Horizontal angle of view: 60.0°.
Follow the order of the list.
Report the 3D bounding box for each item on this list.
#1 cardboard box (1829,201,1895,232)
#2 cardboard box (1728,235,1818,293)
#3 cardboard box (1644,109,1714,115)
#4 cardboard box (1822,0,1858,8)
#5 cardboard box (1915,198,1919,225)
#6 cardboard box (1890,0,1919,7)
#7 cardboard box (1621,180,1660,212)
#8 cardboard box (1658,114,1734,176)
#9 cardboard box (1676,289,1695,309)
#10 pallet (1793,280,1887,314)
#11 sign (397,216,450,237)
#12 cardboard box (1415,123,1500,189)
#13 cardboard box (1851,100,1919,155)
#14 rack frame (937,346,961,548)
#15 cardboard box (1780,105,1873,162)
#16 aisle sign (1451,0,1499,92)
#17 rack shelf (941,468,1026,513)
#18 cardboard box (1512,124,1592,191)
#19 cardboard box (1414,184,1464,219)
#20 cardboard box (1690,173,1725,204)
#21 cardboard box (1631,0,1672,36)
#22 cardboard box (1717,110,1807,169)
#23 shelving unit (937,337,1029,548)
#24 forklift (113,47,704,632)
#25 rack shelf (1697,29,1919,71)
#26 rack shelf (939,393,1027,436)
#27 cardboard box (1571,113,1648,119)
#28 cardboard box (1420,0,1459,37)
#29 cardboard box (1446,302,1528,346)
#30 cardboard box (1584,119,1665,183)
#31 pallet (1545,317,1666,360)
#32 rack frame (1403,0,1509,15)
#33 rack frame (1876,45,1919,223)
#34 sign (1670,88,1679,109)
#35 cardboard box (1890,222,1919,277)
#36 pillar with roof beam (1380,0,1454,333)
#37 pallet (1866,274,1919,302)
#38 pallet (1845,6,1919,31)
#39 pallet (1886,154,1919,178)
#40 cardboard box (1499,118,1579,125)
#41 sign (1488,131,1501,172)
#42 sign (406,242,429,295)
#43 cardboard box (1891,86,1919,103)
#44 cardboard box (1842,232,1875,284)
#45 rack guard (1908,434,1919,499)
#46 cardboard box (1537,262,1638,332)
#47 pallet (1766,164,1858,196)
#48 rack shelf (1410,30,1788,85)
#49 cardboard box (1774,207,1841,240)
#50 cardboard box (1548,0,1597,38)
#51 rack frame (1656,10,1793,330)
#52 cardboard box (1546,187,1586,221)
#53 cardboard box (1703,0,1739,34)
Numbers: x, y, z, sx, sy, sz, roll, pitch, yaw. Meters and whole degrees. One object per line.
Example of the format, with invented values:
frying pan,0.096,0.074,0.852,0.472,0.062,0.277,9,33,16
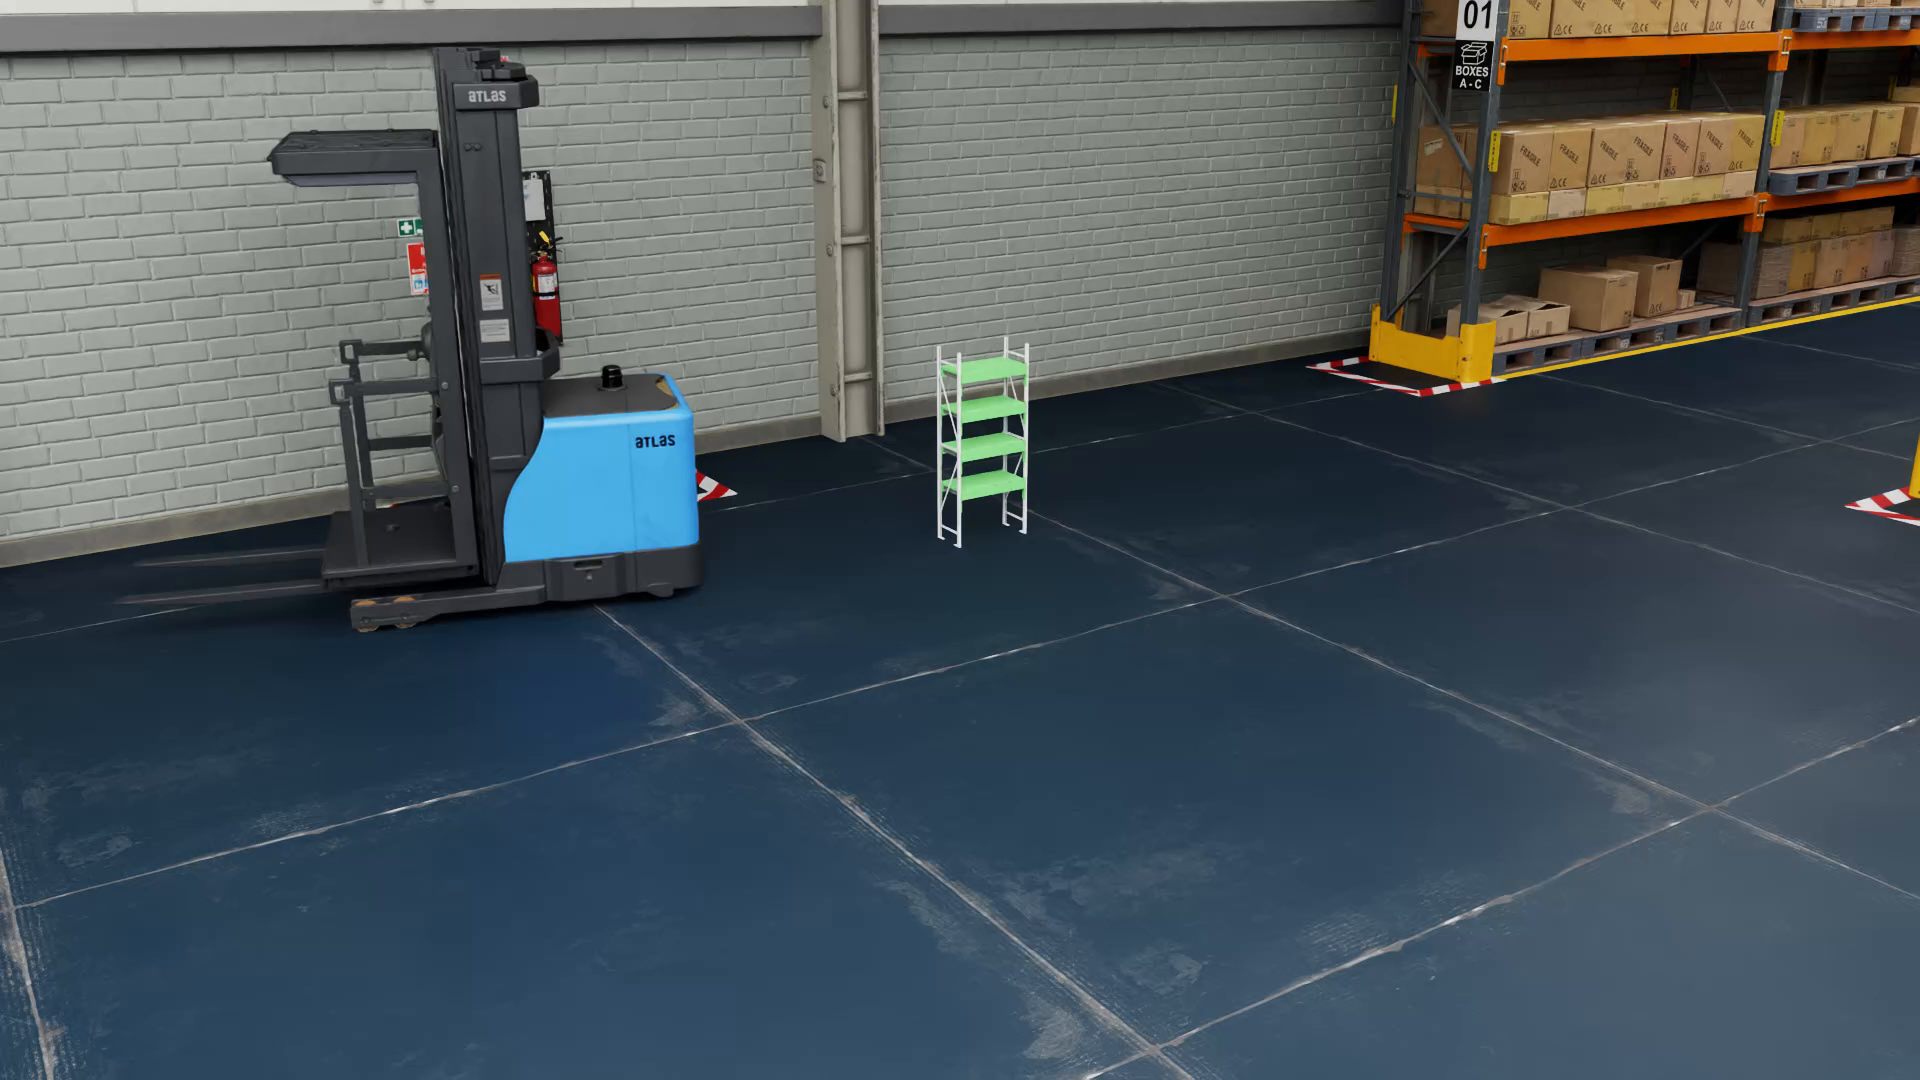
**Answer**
cardboard box,9.684,-3.492,17.934,0.500,0.250,0.500,-11,22,-30
cardboard box,8.436,-2.895,17.340,0.500,0.500,0.700,-12,22,-32
cardboard box,6.919,-3.899,16.126,0.500,0.500,0.500,-13,22,-33
cardboard box,8.441,-5.393,16.313,0.500,0.311,0.500,-11,22,-30
cardboard box,11.453,-3.612,18.945,0.750,0.750,0.750,-12,22,-32
cardboard box,9.633,-5.612,17.286,0.637,0.503,0.797,-9,20,-24
cardboard box,5.945,-3.139,15.048,0.500,0.250,0.500,-12,22,-31
cardboard box,6.788,-3.670,15.450,0.500,0.500,0.500,-12,22,-32
cardboard box,6.996,-2.396,16.385,0.250,0.166,0.380,-16,24,-38
pallet,9.095,-2.665,17.797,1.213,0.211,1.003,-12,22,-31
sign,-3.412,-1.997,10.584,0.331,0.109,0.001,-12,22,-31
cardboard box,4.362,-3.361,14.535,0.500,0.500,0.500,-12,22,-32
cardboard box,9.928,-4.401,17.737,0.500,0.500,0.700,-14,23,-36
rack frame,-0.066,-0.555,10.012,0.015,1.200,0.240,-12,22,-31
cardboard box,8.873,-4.189,17.109,0.500,0.500,0.700,-9,21,-24
aisle sign,4.190,-4.066,13.529,0.004,0.787,0.394,-12,22,-31
rack shelf,0.138,-0.310,10.236,0.480,0.148,0.258,-12,22,-31
cardboard box,5.068,-3.309,14.382,0.500,0.500,0.500,-12,22,-31
cardboard box,4.369,-3.000,14.638,0.500,0.250,0.500,-12,22,-31
cardboard box,6.777,-3.320,15.586,0.500,0.250,0.500,-12,22,-31
cardboard box,5.838,-4.675,14.518,0.500,0.500,0.500,-10,21,-28
cardboard box,7.870,-3.968,16.456,0.500,0.500,0.700,-12,22,-31
shelving unit,0.138,-0.598,10.139,0.503,1.200,0.258,-12,22,-31
forklift,-3.014,-1.089,8.890,3.031,2.935,1.130,-5,19,-16
rack shelf,9.096,-5.064,16.981,4.000,0.370,1.077,-12,22,-31
rack shelf,0.138,-0.764,10.082,0.480,0.148,0.258,-12,22,-31
cardboard box,6.065,-3.722,15.604,0.500,0.500,0.500,-11,22,-30
cardboard box,4.295,-4.546,14.138,0.500,0.500,0.500,-10,21,-28
cardboard box,4.713,-1.960,14.870,0.500,0.311,0.500,-15,24,-37
cardboard box,5.927,-3.493,14.924,0.500,0.500,0.500,-11,22,-30
pallet,5.865,-1.967,15.734,1.213,0.211,1.003,-12,22,-31
rack frame,4.085,-5.769,13.260,0.127,3.000,1.000,-12,22,-31
rack frame,10.767,-4.337,18.388,0.127,3.000,1.000,-12,22,-31
sign,7.118,-4.328,16.556,0.005,0.325,0.100,-12,22,-31
cardboard box,10.194,-3.220,18.302,0.500,0.500,0.700,-12,22,-31
pillar with roof beam,6.562,-4.973,10.903,0.400,9.000,9.100,-12,22,-31
pallet,10.113,-2.878,18.429,1.213,0.211,1.003,-12,22,-31
pallet,8.865,-5.228,16.634,1.003,0.211,1.213,-12,22,-31
pallet,10.230,-4.092,17.964,1.003,0.211,1.213,-12,22,-31
cardboard box,5.217,-3.539,15.062,0.500,0.500,0.500,-13,22,-33
sign,4.384,-3.192,13.653,0.005,0.325,0.100,-12,22,-31
sign,-3.420,-1.747,10.674,0.234,0.329,0.001,-12,22,-31
cardboard box,10.235,-4.770,17.815,0.250,0.149,0.380,-17,25,-40
cardboard box,9.301,-3.065,17.844,0.500,0.500,0.700,-12,22,-32
rack guard,6.793,-0.415,10.691,0.348,0.500,1.175,-12,22,-31
cardboard box,5.829,-2.266,15.479,0.500,0.500,0.700,-14,23,-35
pallet,8.144,-3.637,16.618,1.213,0.211,1.003,-12,22,-31
rack shelf,5.756,-4.360,14.897,4.000,0.370,1.077,-12,22,-31
cardboard box,8.830,-3.317,17.417,0.500,0.250,0.500,-13,22,-33
cardboard box,4.970,-4.482,13.949,0.500,0.500,0.500,-10,21,-28
rack frame,7.426,-3.632,16.304,0.127,3.000,1.000,-12,22,-31
cardboard box,5.093,-2.962,14.526,0.500,0.250,0.500,-13,22,-33
cardboard box,6.711,-4.869,15.093,0.500,0.500,0.500,-14,23,-36
